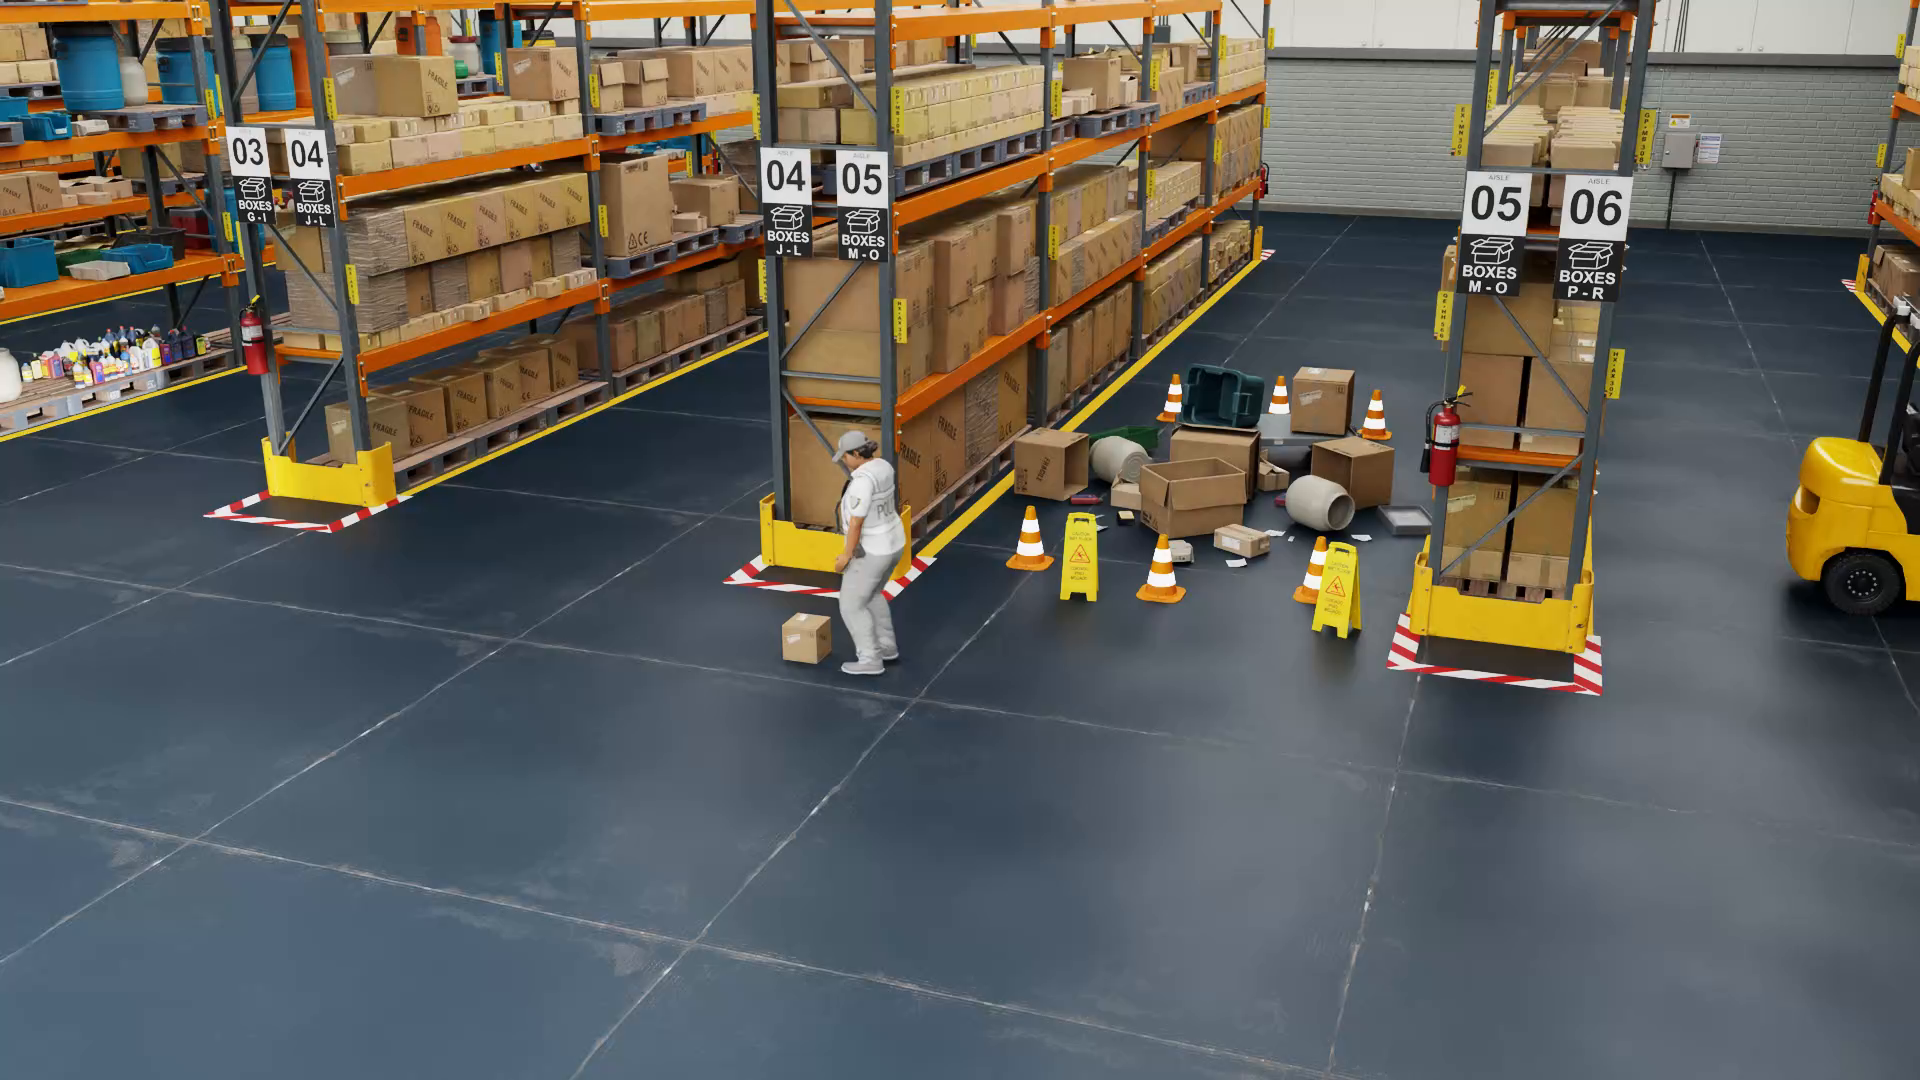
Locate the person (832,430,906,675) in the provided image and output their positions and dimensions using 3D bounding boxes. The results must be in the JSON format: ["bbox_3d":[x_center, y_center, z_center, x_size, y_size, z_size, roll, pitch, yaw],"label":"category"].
[{"bbox_3d":[-0.607,0.081,10.890,0.452,1.634,0.489,7,20,19],"label":"person"}]
